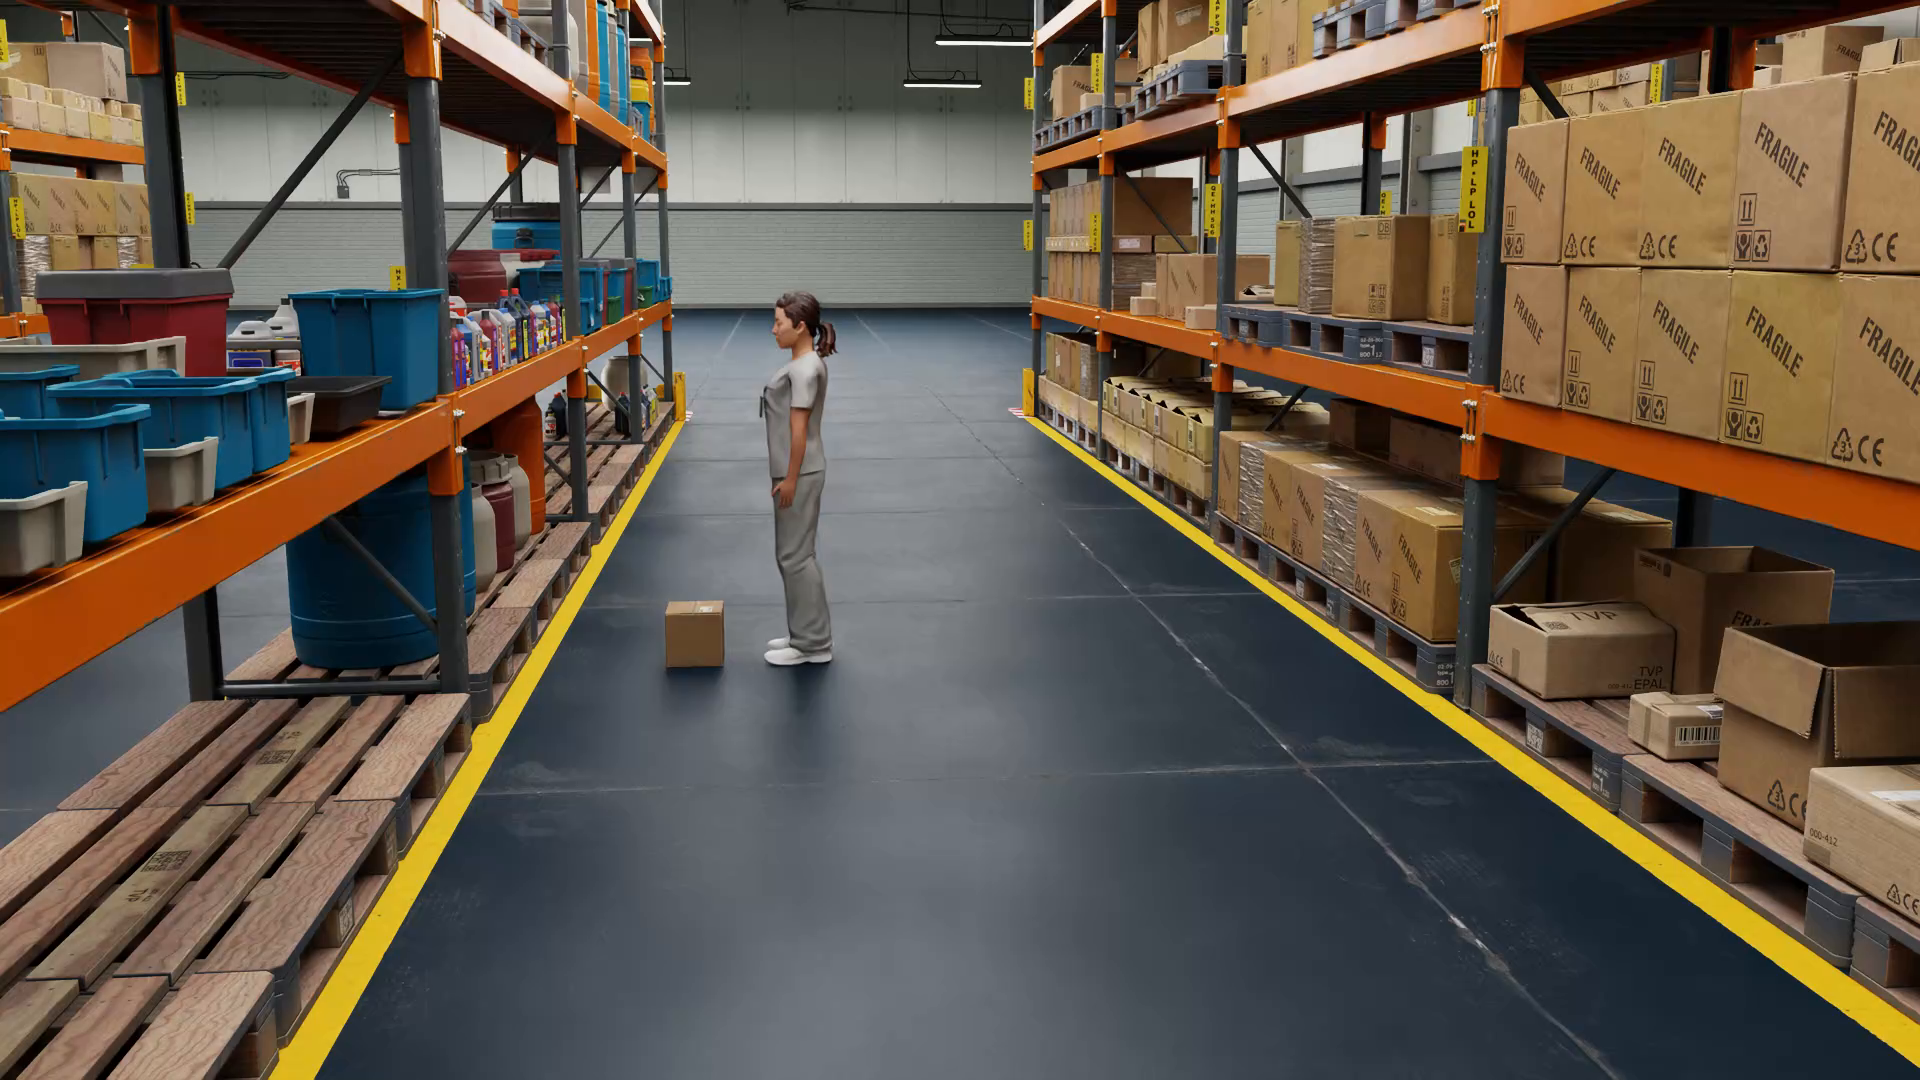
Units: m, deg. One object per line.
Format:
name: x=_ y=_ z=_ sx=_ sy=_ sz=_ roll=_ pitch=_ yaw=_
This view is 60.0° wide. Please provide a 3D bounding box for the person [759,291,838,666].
person: x=-0.716 y=-0.276 z=7.488 sx=0.360 sy=1.674 sz=0.438 roll=-1 pitch=10 yaw=-5
